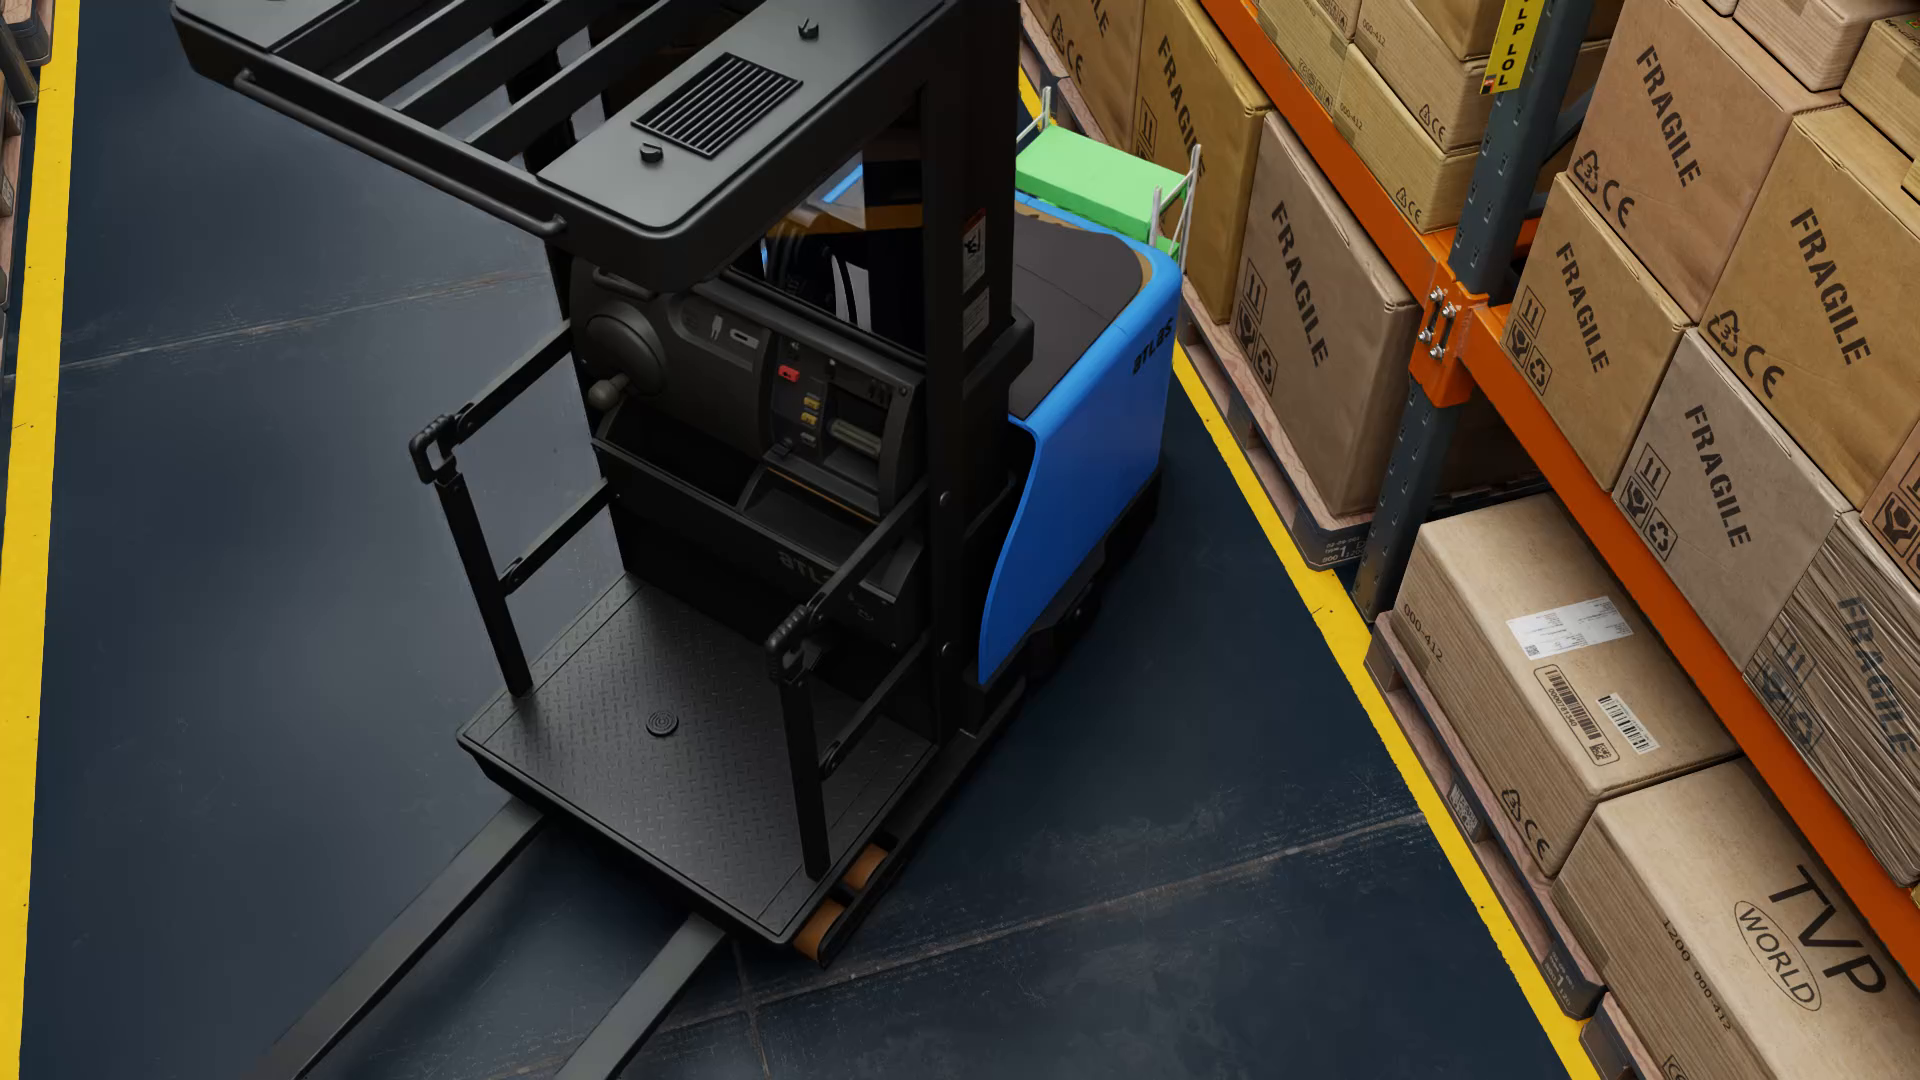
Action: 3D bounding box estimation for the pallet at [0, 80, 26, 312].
[{"bbox_3d":[-4.047,-1.208,6.131,1.003,0.211,1.213,-13,51,-11],"label":"pallet"}]

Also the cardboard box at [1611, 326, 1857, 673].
[{"bbox_3d":[1.726,-0.127,3.329,0.500,0.500,0.500,-13,51,-11],"label":"cardboard box"}]

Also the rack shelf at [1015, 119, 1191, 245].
[{"bbox_3d":[0.391,-1.004,4.767,0.480,0.148,0.258,27,55,21],"label":"rack shelf"}]

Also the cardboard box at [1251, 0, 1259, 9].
[{"bbox_3d":[1.038,-1.832,4.931,0.500,0.250,0.500,-15,51,-12],"label":"cardboard box"}]

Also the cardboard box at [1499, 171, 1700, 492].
[{"bbox_3d":[1.581,-0.495,3.640,0.500,0.500,0.500,-12,51,-10],"label":"cardboard box"}]

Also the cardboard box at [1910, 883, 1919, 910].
[{"bbox_3d":[2.019,0.614,2.705,0.500,0.500,0.500,-12,51,-10],"label":"cardboard box"}]

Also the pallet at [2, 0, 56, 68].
[{"bbox_3d":[-4.438,-2.372,7.112,1.003,0.211,1.213,-13,51,-11],"label":"pallet"}]

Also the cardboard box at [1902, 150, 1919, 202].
[{"bbox_3d":[1.759,-0.583,2.636,0.380,0.149,0.250,-14,51,-11],"label":"cardboard box"}]

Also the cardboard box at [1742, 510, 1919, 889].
[{"bbox_3d":[1.866,0.238,3.022,0.500,0.500,0.500,-13,51,-11],"label":"cardboard box"}]

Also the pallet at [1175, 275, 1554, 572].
[{"bbox_3d":[1.392,-0.512,5.544,1.003,0.211,1.213,-13,51,-11],"label":"pallet"}]

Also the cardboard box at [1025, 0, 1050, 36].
[{"bbox_3d":[0.634,-2.713,6.691,0.875,0.875,0.875,-14,51,-11],"label":"cardboard box"}]

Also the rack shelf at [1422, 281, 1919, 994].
[{"bbox_3d":[2.283,0.828,3.061,1.077,0.370,4.000,-13,51,-11],"label":"rack shelf"}]

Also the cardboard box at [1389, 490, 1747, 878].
[{"bbox_3d":[1.775,0.309,4.429,0.875,0.438,0.875,-14,51,-12],"label":"cardboard box"}]

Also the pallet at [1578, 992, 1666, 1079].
[{"bbox_3d":[2.207,1.500,3.848,1.003,0.211,1.213,-13,51,-11],"label":"pallet"}]

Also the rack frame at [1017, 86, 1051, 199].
[{"bbox_3d":[0.187,-0.838,5.171,0.015,1.200,0.240,27,55,21],"label":"rack frame"}]

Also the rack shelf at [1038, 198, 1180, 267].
[{"bbox_3d":[0.391,-0.849,4.950,0.480,0.148,0.258,27,55,21],"label":"rack shelf"}]

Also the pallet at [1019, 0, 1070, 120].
[{"bbox_3d":[0.670,-2.294,7.046,1.003,0.211,1.213,-13,51,-11],"label":"pallet"}]

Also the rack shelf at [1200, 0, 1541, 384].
[{"bbox_3d":[1.101,-2.094,5.524,1.077,0.370,4.000,-13,51,-11],"label":"rack shelf"}]

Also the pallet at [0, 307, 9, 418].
[{"bbox_3d":[-3.690,-0.319,5.381,1.003,0.211,1.213,-13,51,-11],"label":"pallet"}]

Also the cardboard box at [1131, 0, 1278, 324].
[{"bbox_3d":[1.158,-1.408,5.590,0.875,0.875,0.875,-12,51,-10],"label":"cardboard box"}]

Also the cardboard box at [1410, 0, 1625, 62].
[{"bbox_3d":[1.320,-1.489,3.824,0.500,0.500,0.500,-12,51,-10],"label":"cardboard box"}]

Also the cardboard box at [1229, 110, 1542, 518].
[{"bbox_3d":[1.432,-0.750,5.035,0.875,0.875,0.875,-12,51,-10],"label":"cardboard box"}]

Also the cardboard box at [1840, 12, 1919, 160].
[{"bbox_3d":[1.744,-0.778,2.801,0.380,0.149,0.250,-14,51,-11],"label":"cardboard box"}]

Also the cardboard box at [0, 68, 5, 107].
[{"bbox_3d":[-3.901,-1.731,6.107,0.500,0.500,0.500,-12,51,-10],"label":"cardboard box"}]

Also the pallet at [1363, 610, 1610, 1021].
[{"bbox_3d":[1.842,0.607,4.600,1.003,0.211,1.213,-13,51,-11],"label":"pallet"}]

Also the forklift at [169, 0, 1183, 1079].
[{"bbox_3d":[-0.614,-0.276,3.565,1.130,2.935,3.031,27,55,21],"label":"forklift"}]

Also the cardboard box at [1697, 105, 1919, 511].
[{"bbox_3d":[1.745,-0.446,2.945,0.500,0.500,0.500,-14,51,-11],"label":"cardboard box"}]

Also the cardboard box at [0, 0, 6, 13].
[{"bbox_3d":[-4.403,-2.490,6.665,0.875,0.625,0.625,-12,51,-10],"label":"cardboard box"}]

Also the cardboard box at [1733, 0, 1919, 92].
[{"bbox_3d":[1.629,-0.955,2.950,0.380,0.149,0.250,-13,51,-10],"label":"cardboard box"}]

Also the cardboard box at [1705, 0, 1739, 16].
[{"bbox_3d":[1.537,-1.139,3.105,0.380,0.149,0.250,-14,51,-12],"label":"cardboard box"}]

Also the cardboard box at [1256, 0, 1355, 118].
[{"bbox_3d":[1.169,-1.459,4.616,0.500,0.250,0.500,-14,51,-11],"label":"cardboard box"}]

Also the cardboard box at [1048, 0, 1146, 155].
[{"bbox_3d":[0.894,-2.061,6.141,0.875,0.875,0.875,-13,51,-11],"label":"cardboard box"}]

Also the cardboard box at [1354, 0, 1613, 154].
[{"bbox_3d":[1.329,-1.244,4.108,0.500,0.250,0.500,-13,51,-11],"label":"cardboard box"}]

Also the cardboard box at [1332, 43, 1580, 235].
[{"bbox_3d":[1.319,-1.087,4.303,0.500,0.250,0.500,-14,51,-12],"label":"cardboard box"}]

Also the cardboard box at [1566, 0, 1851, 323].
[{"bbox_3d":[1.601,-0.817,3.257,0.500,0.500,0.500,-13,51,-11],"label":"cardboard box"}]

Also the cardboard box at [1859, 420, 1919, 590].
[{"bbox_3d":[1.886,-0.070,2.627,0.500,0.500,0.500,-12,51,-10],"label":"cardboard box"}]

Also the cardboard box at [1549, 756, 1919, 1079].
[{"bbox_3d":[2.040,0.962,3.878,0.875,0.438,0.875,-15,51,-12],"label":"cardboard box"}]

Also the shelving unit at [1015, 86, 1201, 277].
[{"bbox_3d":[0.391,-0.735,5.084,0.503,1.200,0.258,27,55,21],"label":"shelving unit"}]

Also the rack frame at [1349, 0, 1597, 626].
[{"bbox_3d":[1.692,-0.865,4.017,1.000,3.000,0.127,-13,51,-11],"label":"rack frame"}]

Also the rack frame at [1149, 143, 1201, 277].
[{"bbox_3d":[0.594,-0.632,4.997,0.015,1.200,0.240,27,55,21],"label":"rack frame"}]

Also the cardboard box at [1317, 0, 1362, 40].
[{"bbox_3d":[1.174,-1.608,4.415,0.500,0.250,0.500,-12,51,-10],"label":"cardboard box"}]

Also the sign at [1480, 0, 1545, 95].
[{"bbox_3d":[1.177,-1.083,3.495,0.100,0.325,0.005,-13,51,-11],"label":"sign"}]

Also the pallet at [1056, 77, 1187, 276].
[{"bbox_3d":[1.027,-1.405,6.296,1.003,0.211,1.213,-13,51,-11],"label":"pallet"}]

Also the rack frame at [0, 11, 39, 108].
[{"bbox_3d":[-4.231,-2.661,5.531,1.000,3.000,0.127,-13,51,-11],"label":"rack frame"}]
